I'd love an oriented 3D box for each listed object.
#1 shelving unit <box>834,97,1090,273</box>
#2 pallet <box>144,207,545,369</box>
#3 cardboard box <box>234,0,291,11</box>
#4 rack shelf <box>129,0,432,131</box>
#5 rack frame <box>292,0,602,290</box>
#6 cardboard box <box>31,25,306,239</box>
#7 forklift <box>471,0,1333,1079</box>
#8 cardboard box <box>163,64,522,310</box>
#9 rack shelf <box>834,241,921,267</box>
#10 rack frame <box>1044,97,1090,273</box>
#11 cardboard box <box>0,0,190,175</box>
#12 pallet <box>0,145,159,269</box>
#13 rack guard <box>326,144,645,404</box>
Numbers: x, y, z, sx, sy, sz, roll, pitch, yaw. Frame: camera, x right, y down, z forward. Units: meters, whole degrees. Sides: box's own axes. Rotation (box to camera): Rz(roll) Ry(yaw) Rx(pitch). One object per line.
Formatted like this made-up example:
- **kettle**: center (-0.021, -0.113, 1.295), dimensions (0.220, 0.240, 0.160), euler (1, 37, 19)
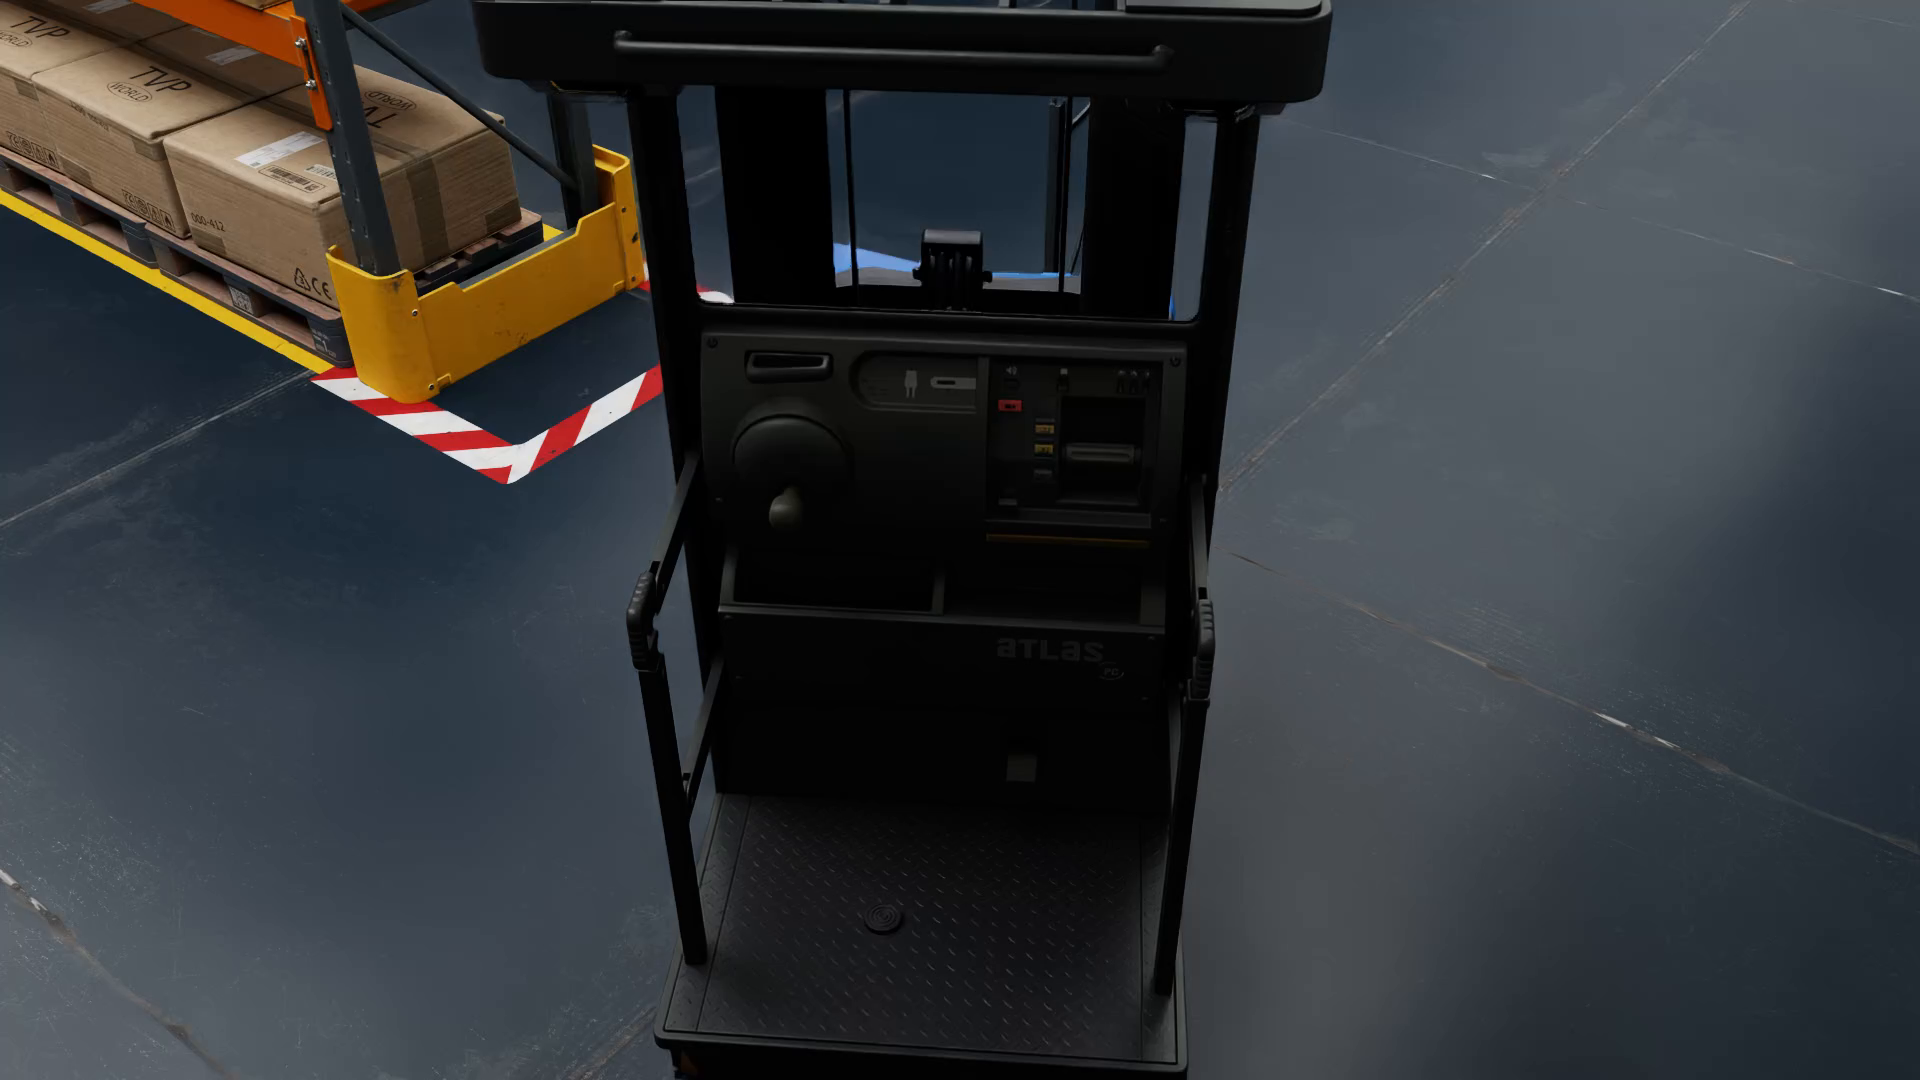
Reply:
- **shelving unit**: center (-0.106, -0.794, 5.048), dimensions (1.048, 1.500, 0.538), euler (17, 41, 20)
- **pallet**: center (-2.410, -1.165, 6.567), dimensions (1.213, 0.211, 1.003), euler (25, 45, 29)
- **cardboard box**: center (-2.271, -2.092, 5.408), dimensions (0.500, 0.500, 0.500), euler (26, 45, 29)
- **rack shelf**: center (-3.316, -2.468, 6.552), dimensions (4.000, 0.370, 1.077), euler (25, 45, 29)
- **rack frame**: center (-1.728, -2.002, 5.374), dimensions (0.127, 3.000, 1.000), euler (25, 45, 29)
- **cardboard box**: center (-3.045, -1.695, 6.720), dimensions (0.875, 0.438, 0.875), euler (27, 45, 30)
- **forklift**: center (-0.050, -0.128, 3.036), dimensions (1.130, 2.935, 3.031), euler (3, 38, 3)
- **cardboard box**: center (-2.312, -1.357, 6.287), dimensions (0.875, 0.438, 0.875), euler (24, 44, 27)
- **rack shelf**: center (-0.106, -0.653, 5.159), dimensions (1.000, 0.185, 0.538), euler (17, 41, 20)
- **rack frame**: center (0.351, -0.657, 4.873), dimensions (0.032, 1.500, 0.500), euler (17, 41, 20)
- **cardboard box**: center (-3.760, -2.034, 7.152), dimensions (0.875, 0.438, 0.875), euler (24, 44, 27)
- **pallet**: center (-3.375, -1.622, 7.151), dimensions (1.213, 0.211, 1.003), euler (25, 45, 29)
- **rack guard**: center (-1.708, -1.009, 6.133), dimensions (0.348, 0.500, 1.175), euler (25, 45, 29)
